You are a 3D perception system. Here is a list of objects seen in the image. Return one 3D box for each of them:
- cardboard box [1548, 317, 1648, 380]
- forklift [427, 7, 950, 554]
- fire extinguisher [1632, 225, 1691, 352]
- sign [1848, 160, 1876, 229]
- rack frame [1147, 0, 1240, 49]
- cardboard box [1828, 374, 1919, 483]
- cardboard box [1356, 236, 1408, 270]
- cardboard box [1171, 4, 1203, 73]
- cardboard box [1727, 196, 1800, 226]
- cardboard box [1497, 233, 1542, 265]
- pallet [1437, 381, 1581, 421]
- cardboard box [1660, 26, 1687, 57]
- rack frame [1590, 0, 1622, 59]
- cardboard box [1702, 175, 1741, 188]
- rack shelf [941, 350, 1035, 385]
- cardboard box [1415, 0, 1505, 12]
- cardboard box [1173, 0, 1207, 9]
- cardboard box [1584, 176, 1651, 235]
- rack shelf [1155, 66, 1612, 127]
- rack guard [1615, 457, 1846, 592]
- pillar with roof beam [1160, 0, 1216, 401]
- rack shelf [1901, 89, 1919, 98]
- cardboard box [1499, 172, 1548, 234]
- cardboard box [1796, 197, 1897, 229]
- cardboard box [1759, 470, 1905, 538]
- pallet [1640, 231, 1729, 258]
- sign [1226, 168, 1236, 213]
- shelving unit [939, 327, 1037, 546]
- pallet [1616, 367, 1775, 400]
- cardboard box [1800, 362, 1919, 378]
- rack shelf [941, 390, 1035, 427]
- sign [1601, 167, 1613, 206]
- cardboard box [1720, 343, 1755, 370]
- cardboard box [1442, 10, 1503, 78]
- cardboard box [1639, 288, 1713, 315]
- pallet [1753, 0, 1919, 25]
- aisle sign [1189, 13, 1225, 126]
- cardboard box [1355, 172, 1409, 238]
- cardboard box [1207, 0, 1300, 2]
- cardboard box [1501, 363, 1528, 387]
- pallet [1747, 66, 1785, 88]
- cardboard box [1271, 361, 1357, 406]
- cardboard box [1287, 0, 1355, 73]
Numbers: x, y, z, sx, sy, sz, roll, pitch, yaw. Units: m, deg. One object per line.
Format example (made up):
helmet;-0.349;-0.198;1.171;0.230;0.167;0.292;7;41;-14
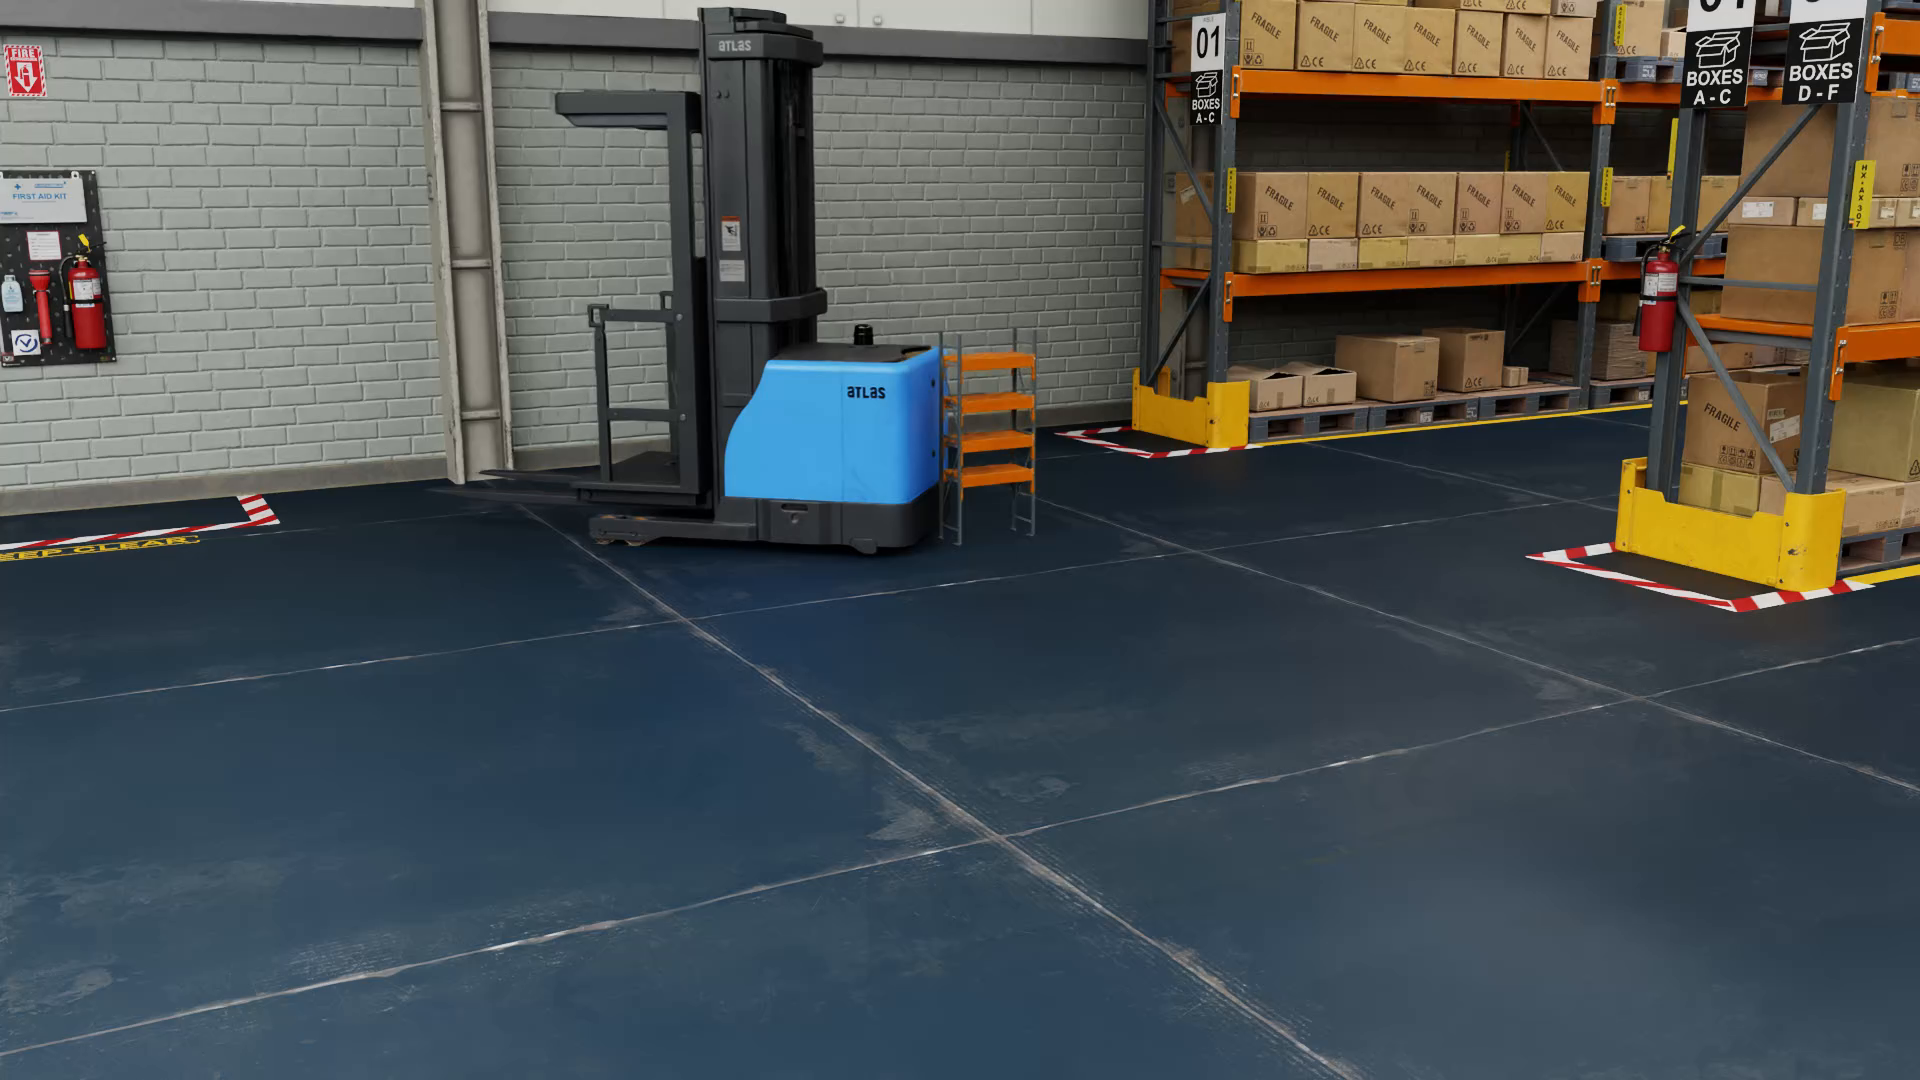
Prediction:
cardboard box;5.902;-1.778;15.369;0.500;0.500;0.700;-6;14;-26
forklift;-1.632;-1.502;9.608;3.031;2.935;1.130;3;13;13
fire extinguisher;3.803;-1.367;9.026;0.183;0.674;0.296;-7;14;-28
sign;4.390;-1.681;8.093;0.005;0.325;0.100;-7;14;-28
rack frame;1.753;-5.208;12.256;0.127;3.000;1.000;-7;14;-28
cardboard box;5.145;-0.623;9.144;0.500;0.500;0.500;-7;14;-28
cardboard box;3.232;-2.318;13.373;0.500;0.250;0.500;-7;15;-29
cardboard box;1.998;-3.896;12.984;0.500;0.500;0.500;-6;14;-24
cardboard box;4.374;-1.769;8.934;0.250;0.149;0.380;-7;15;-29
cardboard box;4.552;-2.480;14.092;0.500;0.250;0.500;-7;14;-28
pallet;4.691;-1.264;14.747;1.213;0.211;1.003;-7;14;-28
cardboard box;6.323;-4.434;14.894;0.500;0.311;0.500;-6;14;-26
rack frame;5.264;-5.629;14.126;0.127;3.000;1.000;-7;14;-28
cardboard box;7.284;-3.200;15.766;0.500;0.500;0.700;-7;14;-28
rack shelf;0.158;-0.986;9.467;0.480;0.148;0.258;-7;14;-28
cardboard box;4.025;-4.490;13.348;0.500;0.500;0.500;-7;15;-30
cardboard box;2.006;-4.387;12.888;0.500;0.500;0.500;-6;14;-25
cardboard box;5.727;-3.013;14.934;0.500;0.500;0.700;-7;14;-28
rack shelf;3.508;-3.604;13.600;4.000;0.370;1.077;-7;14;-28
rack guard;4.109;-0.105;8.938;0.348;0.500;1.175;-7;14;-28
pillar with roof beam;4.016;-4.619;9.638;0.400;9.000;9.100;-7;14;-28
rack shelf;10.530;-4.446;17.339;4.000;0.370;1.077;-7;14;-28
cardboard box;4.562;-2.842;13.993;0.500;0.500;0.500;-7;14;-28
cardboard box;4.577;-1.692;8.592;0.250;0.149;0.380;-7;14;-28
cardboard box;4.707;-0.204;8.991;0.500;0.250;0.500;-7;14;-28
pallet;7.057;-2.813;15.715;1.213;0.211;1.003;-7;14;-28
sign;2.013;-2.599;12.355;0.005;0.325;0.100;-7;14;-28
shelving unit;0.158;-0.602;9.553;0.503;1.200;0.258;-7;14;-28
pallet;7.019;-1.553;16.030;1.213;0.211;1.003;-7;14;-28
cardboard box;5.329;-0.778;9.834;0.500;0.500;0.500;-7;14;-28
rack shelf;0.158;-0.755;9.519;0.480;0.148;0.258;-7;14;-28
sign;5.531;-3.021;14.229;0.005;0.325;0.100;-7;14;-28
cardboard box;7.237;-1.943;16.102;0.500;0.500;0.700;-7;14;-28
cardboard box;4.021;-4.007;13.478;0.500;0.500;0.500;-7;15;-30
cardboard box;6.742;-2.246;15.742;0.500;0.250;0.500;-7;15;-29
pallet;4.763;-2.817;8.663;1.213;0.211;1.003;-7;14;-28
aisle sign;1.833;-3.484;12.339;0.004;0.787;0.394;-7;14;-28
cardboard box;3.211;-2.679;13.271;0.500;0.500;0.500;-7;15;-30
cardboard box;2.207;-4.285;12.435;0.500;0.500;0.500;-8;15;-32
cardboard box;4.809;-1.473;14.772;0.250;0.166;0.380;-9;16;-35
pallet;6.766;-4.228;15.161;1.003;0.211;1.213;-7;14;-28
cardboard box;2.904;-1.300;13.675;0.500;0.311;0.500;-6;14;-23
cardboard box;2.655;-3.840;12.735;0.500;0.500;0.500;-6;14;-24
